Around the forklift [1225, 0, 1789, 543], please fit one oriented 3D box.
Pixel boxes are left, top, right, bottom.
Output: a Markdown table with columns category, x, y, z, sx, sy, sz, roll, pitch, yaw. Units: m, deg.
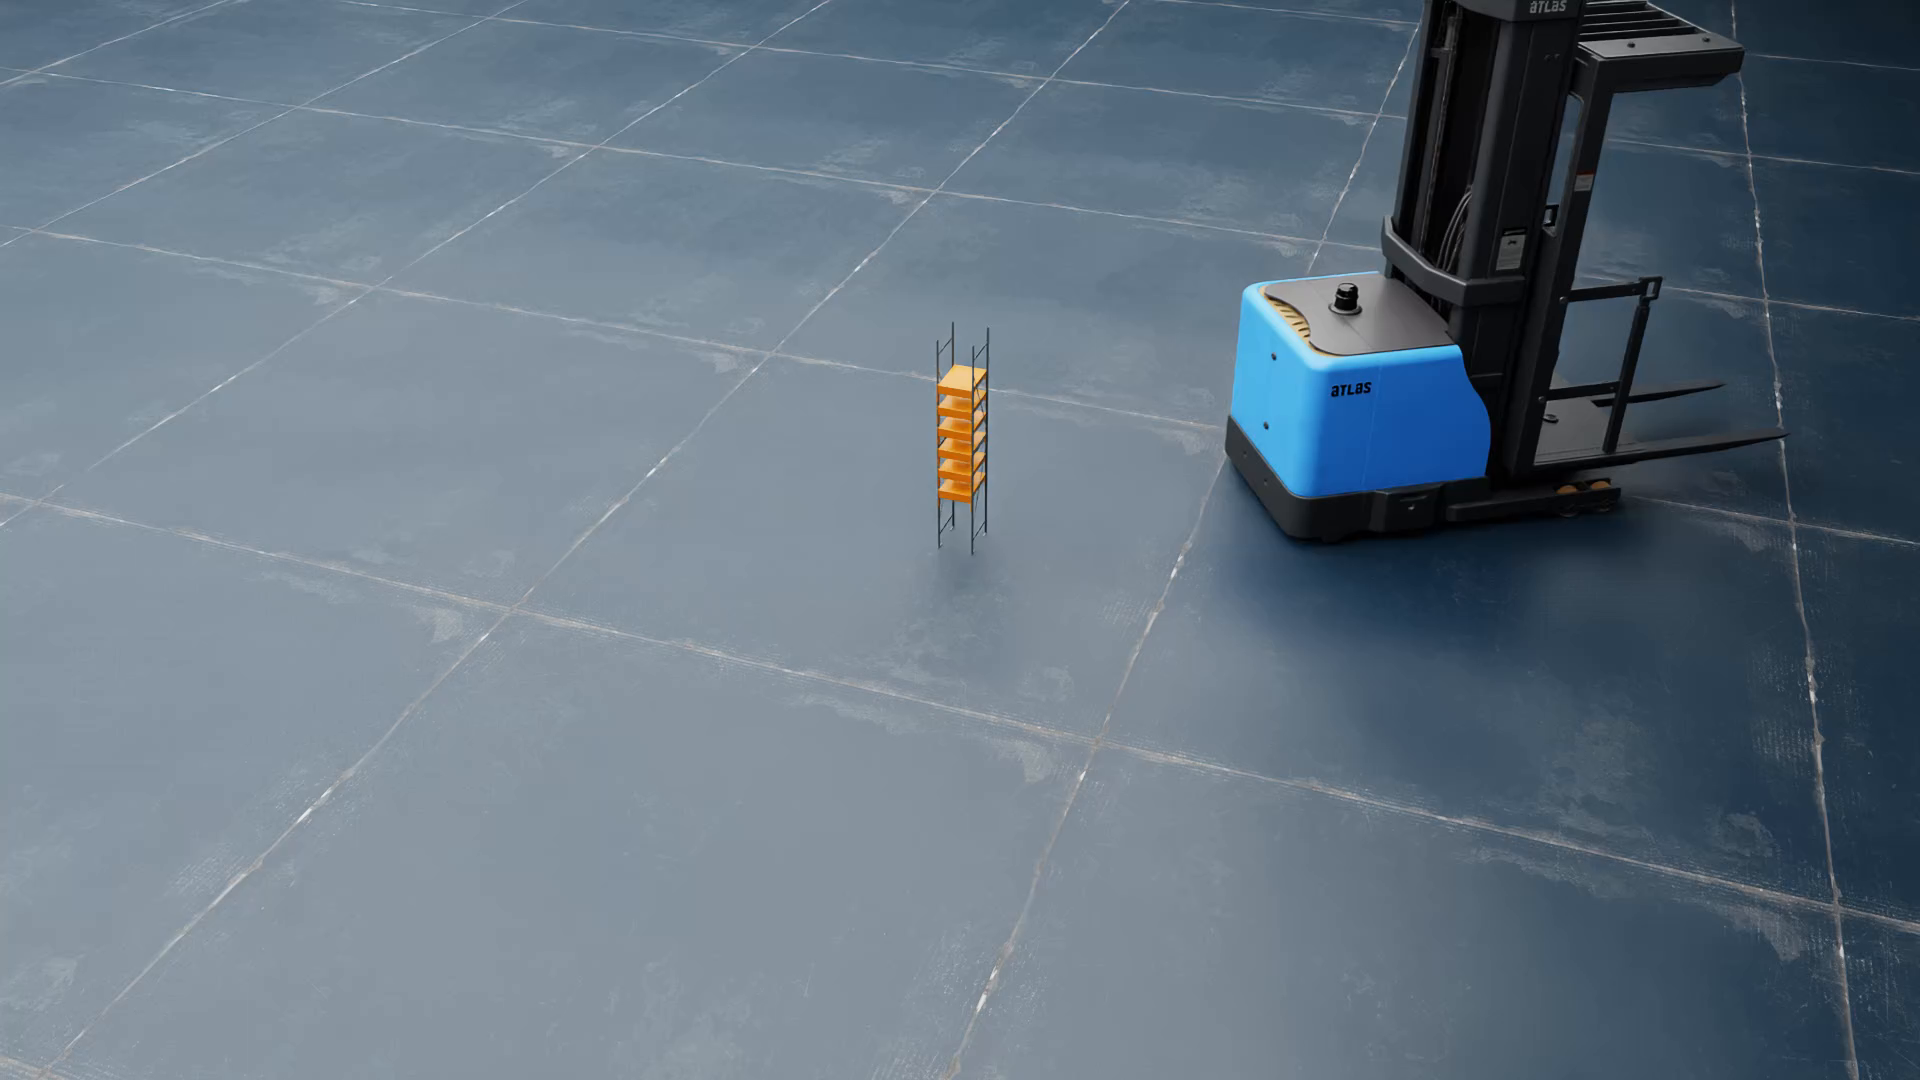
| category | x | y | z | sx | sy | sz | roll | pitch | yaw |
| --- | --- | --- | --- | --- | --- | --- | --- | --- | --- |
| forklift | 3.069 | -1.628 | 8.570 | 3.031 | 2.935 | 1.130 | -7 | 34 | -11 |

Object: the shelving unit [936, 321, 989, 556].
| category | x | y | z | sx | sy | sz | roll | pitch | yaw |
| --- | --- | --- | --- | --- | --- | --- | --- | --- | --- |
| shelving unit | 0.014 | -0.501 | 8.420 | 0.189 | 1.200 | 0.258 | 11 | 34 | 16 |

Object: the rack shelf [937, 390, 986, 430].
| category | x | y | z | sx | sy | sz | roll | pitch | yaw |
| --- | --- | --- | --- | --- | --- | --- | --- | --- | --- |
| rack shelf | 0.014 | -0.666 | 8.314 | 0.180 | 0.103 | 0.258 | 11 | 34 | 16 |

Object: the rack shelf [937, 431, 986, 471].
| category | x | y | z | sx | sy | sz | roll | pitch | yaw |
| --- | --- | --- | --- | --- | --- | --- | --- | --- | --- |
| rack shelf | 0.014 | -0.464 | 8.445 | 0.180 | 0.103 | 0.258 | 11 | 34 | 16 |

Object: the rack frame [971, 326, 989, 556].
| category | x | y | z | sx | sy | sz | roll | pitch | yaw |
| --- | --- | --- | --- | --- | --- | --- | --- | --- | --- |
| rack frame | 0.100 | -0.485 | 8.395 | 0.006 | 1.200 | 0.240 | 11 | 34 | 16 |

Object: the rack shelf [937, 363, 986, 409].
| category | x | y | z | sx | sy | sz | roll | pitch | yaw |
| --- | --- | --- | --- | --- | --- | --- | --- | --- | --- |
| rack shelf | 0.014 | -0.767 | 8.249 | 0.180 | 0.103 | 0.258 | 11 | 34 | 16 |

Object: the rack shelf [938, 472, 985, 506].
| category | x | y | z | sx | sy | sz | roll | pitch | yaw |
| --- | --- | --- | --- | --- | --- | --- | --- | --- | --- |
| rack shelf | 0.014 | -0.262 | 8.575 | 0.180 | 0.103 | 0.258 | 11 | 34 | 16 |

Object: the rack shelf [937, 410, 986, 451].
| category | x | y | z | sx | sy | sz | roll | pitch | yaw |
| --- | --- | --- | --- | --- | --- | --- | --- | --- | --- |
| rack shelf | 0.014 | -0.565 | 8.379 | 0.180 | 0.103 | 0.258 | 11 | 34 | 16 |

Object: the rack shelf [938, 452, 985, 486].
| category | x | y | z | sx | sy | sz | roll | pitch | yaw |
| --- | --- | --- | --- | --- | --- | --- | --- | --- | --- |
| rack shelf | 0.014 | -0.363 | 8.510 | 0.180 | 0.103 | 0.258 | 11 | 34 | 16 |

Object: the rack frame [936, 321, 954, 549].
| category | x | y | z | sx | sy | sz | roll | pitch | yaw |
| --- | --- | --- | --- | --- | --- | --- | --- | --- | --- |
| rack frame | -0.073 | -0.518 | 8.446 | 0.006 | 1.200 | 0.240 | 11 | 34 | 16 |
